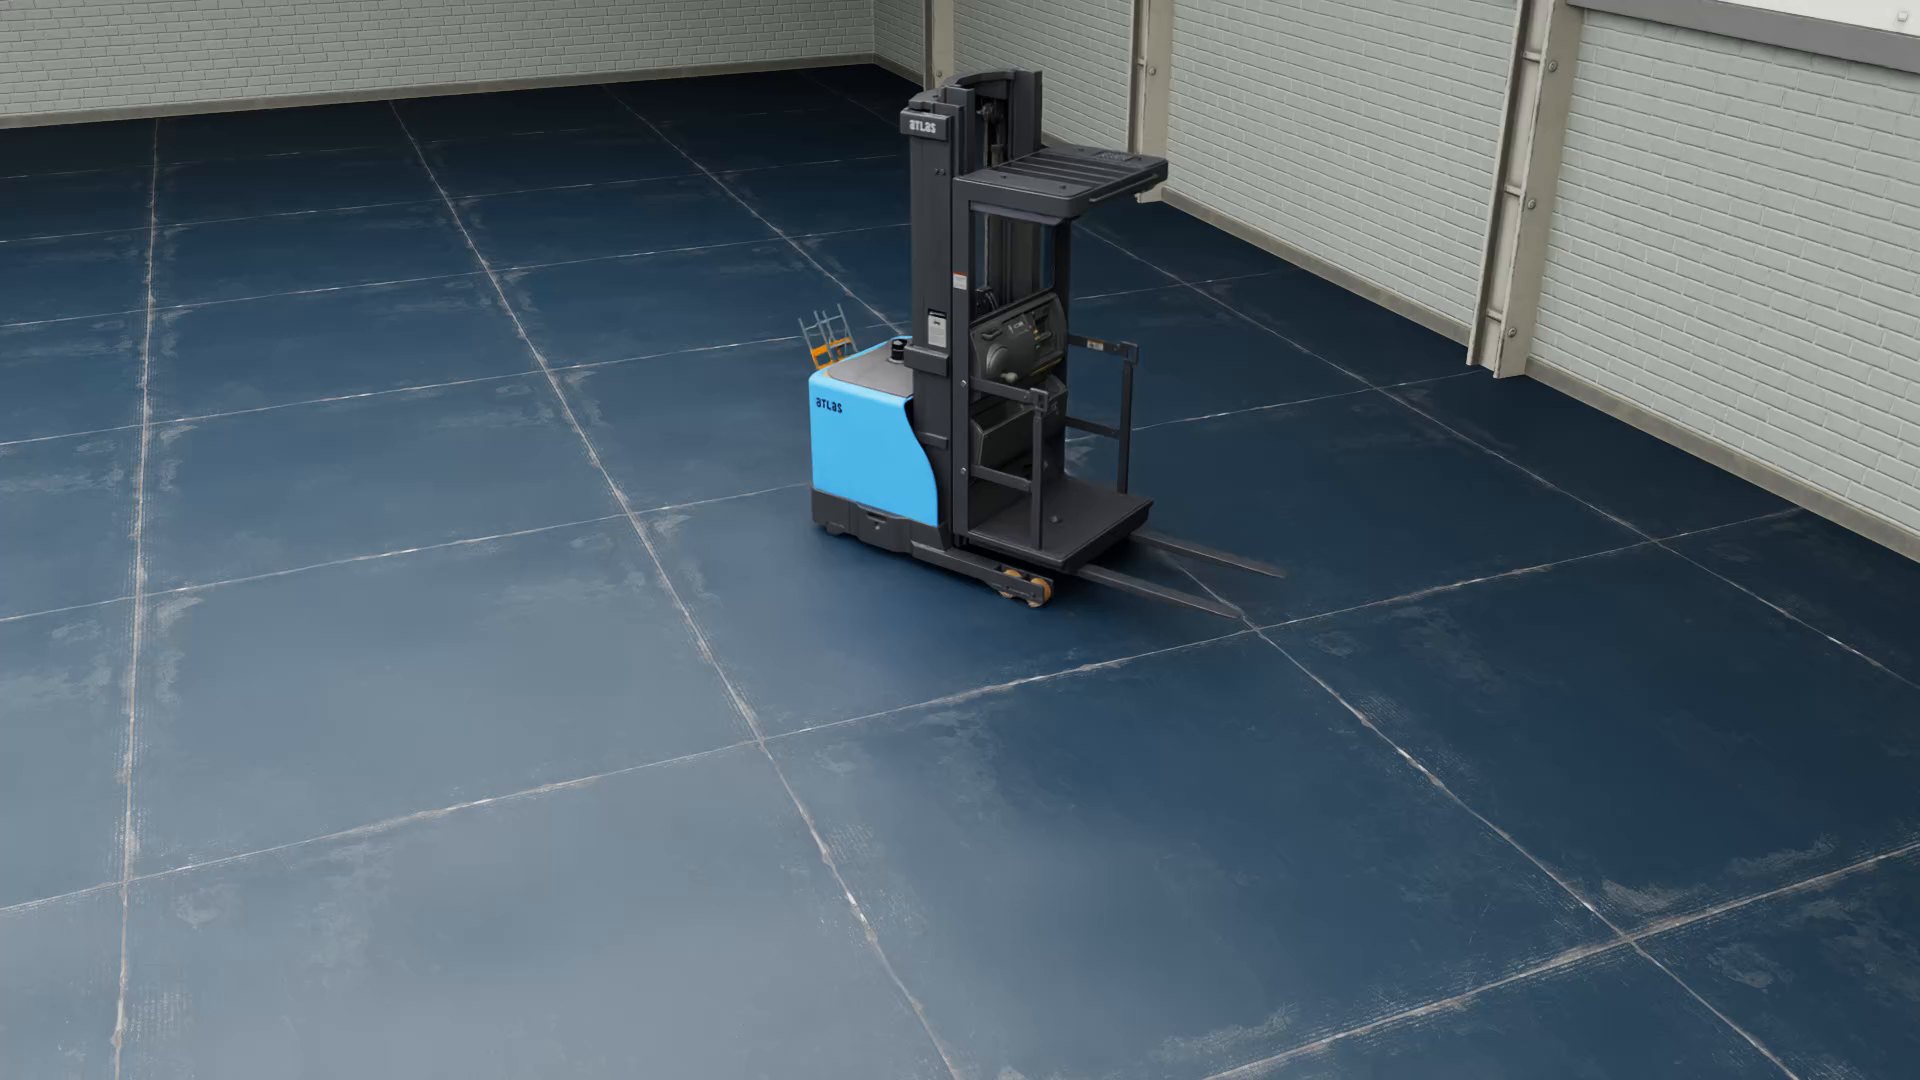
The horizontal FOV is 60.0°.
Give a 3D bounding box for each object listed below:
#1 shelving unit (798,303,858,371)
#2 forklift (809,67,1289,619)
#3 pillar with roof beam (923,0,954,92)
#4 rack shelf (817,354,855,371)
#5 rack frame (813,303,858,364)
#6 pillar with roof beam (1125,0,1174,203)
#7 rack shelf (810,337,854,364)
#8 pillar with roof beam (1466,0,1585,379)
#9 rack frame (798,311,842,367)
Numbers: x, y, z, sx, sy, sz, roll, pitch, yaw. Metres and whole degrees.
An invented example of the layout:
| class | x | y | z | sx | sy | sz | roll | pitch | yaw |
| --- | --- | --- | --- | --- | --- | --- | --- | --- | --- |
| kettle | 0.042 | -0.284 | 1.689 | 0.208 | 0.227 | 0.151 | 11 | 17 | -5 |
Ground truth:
| class | x | y | z | sx | sy | sz | roll | pitch | yaw |
| --- | --- | --- | --- | --- | --- | --- | --- | --- | --- |
| shelving unit | -0.766 | -1.023 | 11.538 | 0.258 | 1.200 | 0.189 | -25 | 7 | -41 |
| forklift | 0.524 | -1.185 | 9.836 | 3.031 | 2.935 | 1.130 | 18 | 31 | 32 |
| pillar with roof beam | -4.263 | -9.556 | 20.066 | 9.100 | 9.000 | 0.400 | -11 | 28 | -21 |
| rack shelf | -0.834 | -1.205 | 11.520 | 0.258 | 0.103 | 0.180 | -25 | 7 | -41 |
| rack frame | -0.707 | -1.038 | 11.469 | 0.240 | 1.200 | 0.006 | -25 | 7 | -41 |
| pillar with roof beam | -1.913 | -7.134 | 15.104 | 9.100 | 9.000 | 0.400 | -11 | 28 | -21 |
| rack shelf | -0.876 | -1.317 | 11.510 | 0.258 | 0.103 | 0.180 | -25 | 7 | -41 |
| pillar with roof beam | 0.437 | -4.712 | 10.143 | 9.100 | 9.000 | 0.400 | -11 | 28 | -21 |
| rack frame | -0.824 | -1.007 | 11.607 | 0.240 | 1.200 | 0.006 | -25 | 7 | -41 |
